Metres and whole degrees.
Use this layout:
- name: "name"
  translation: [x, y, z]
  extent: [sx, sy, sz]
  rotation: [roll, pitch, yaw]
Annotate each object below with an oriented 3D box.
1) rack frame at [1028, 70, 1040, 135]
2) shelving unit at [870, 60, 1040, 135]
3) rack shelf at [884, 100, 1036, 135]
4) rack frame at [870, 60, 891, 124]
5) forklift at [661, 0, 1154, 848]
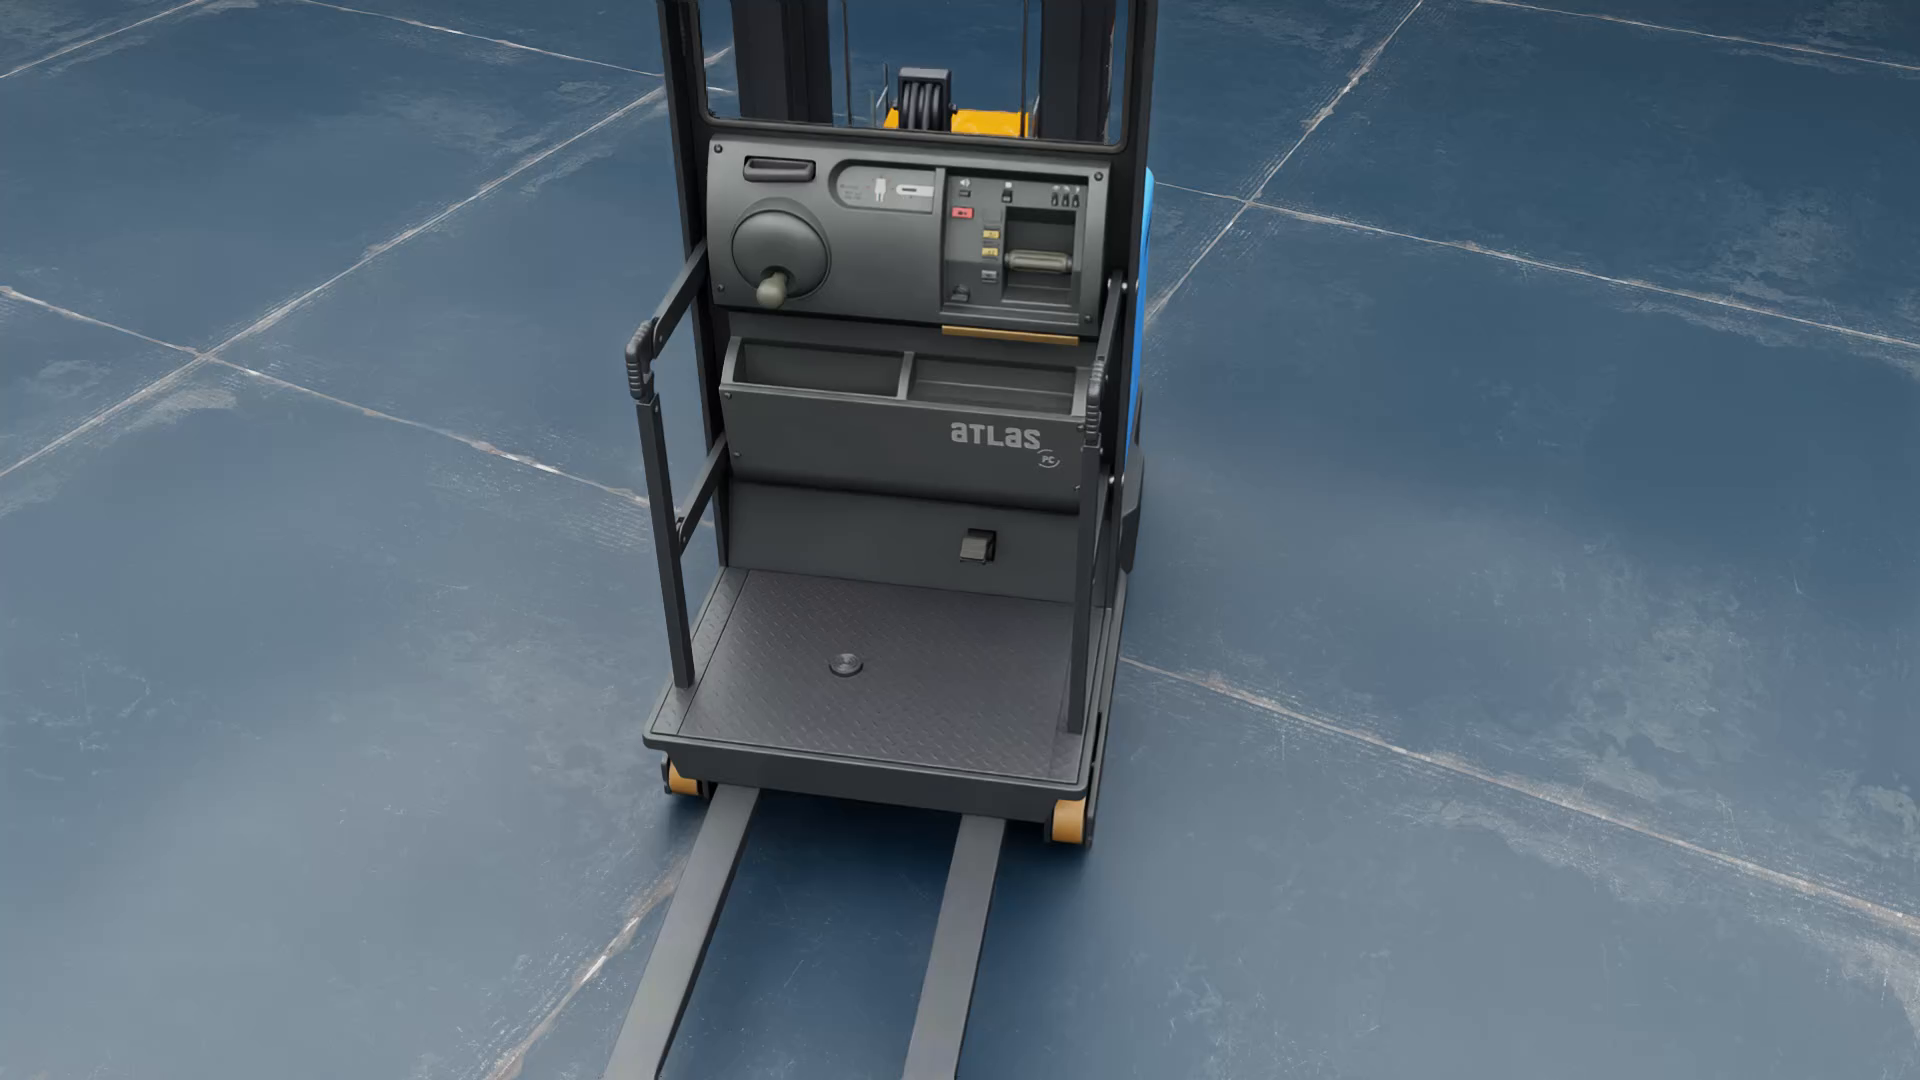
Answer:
- name: "rack frame"
  translation: [0.234, -0.922, 5.473]
  extent: [0.015, 1.200, 0.240]
  rotation: [6, 38, 7]
- name: "shelving unit"
  translation: [-0.007, -0.946, 5.504]
  extent: [0.503, 1.200, 0.258]
  rotation: [6, 38, 7]
- name: "rack shelf"
  translation: [-0.007, -1.259, 5.266]
  extent: [0.480, 0.148, 0.258]
  rotation: [6, 38, 7]
- name: "rack frame"
  translation: [-0.248, -0.969, 5.535]
  extent: [0.015, 1.200, 0.240]
  rotation: [6, 38, 7]
- name: "forklift"
  translation: [-0.070, -0.934, 4.109]
  extent: [1.129, 2.867, 1.939]
  rotation: [6, 38, 8]
